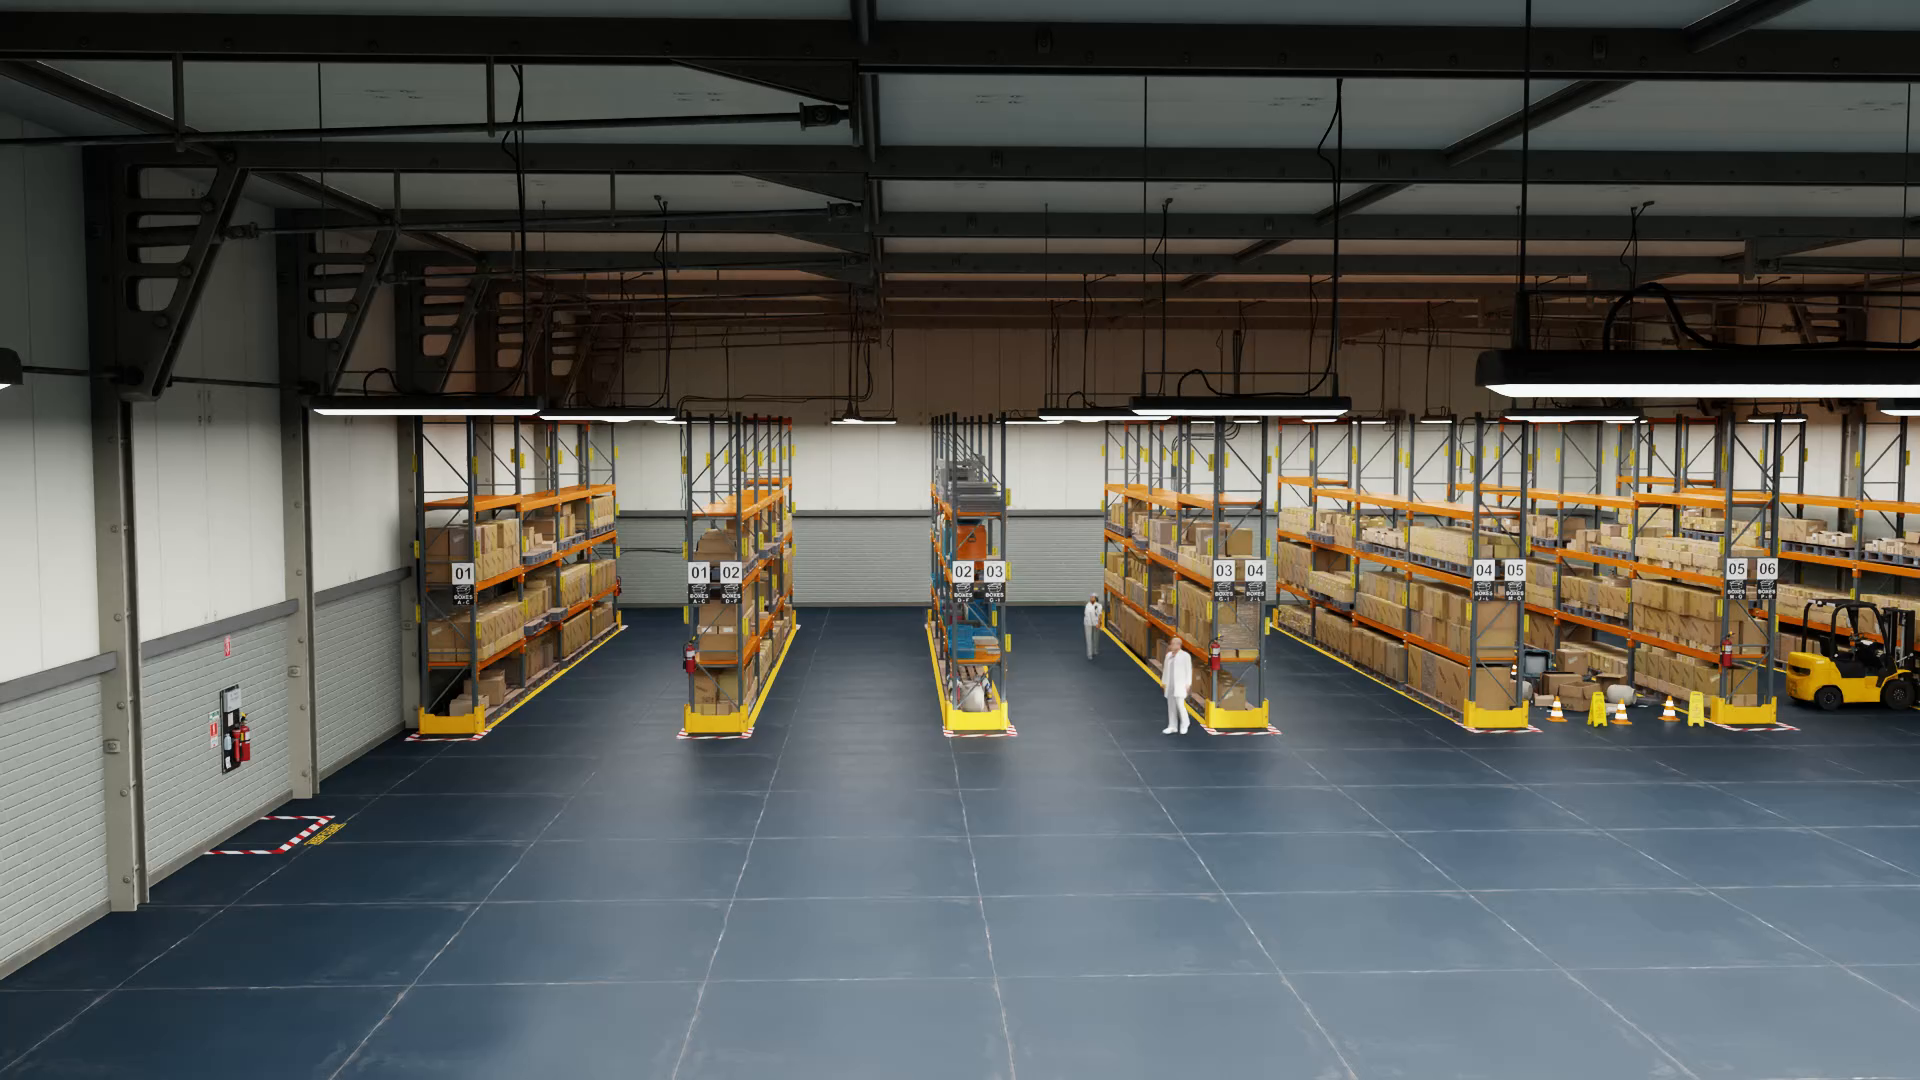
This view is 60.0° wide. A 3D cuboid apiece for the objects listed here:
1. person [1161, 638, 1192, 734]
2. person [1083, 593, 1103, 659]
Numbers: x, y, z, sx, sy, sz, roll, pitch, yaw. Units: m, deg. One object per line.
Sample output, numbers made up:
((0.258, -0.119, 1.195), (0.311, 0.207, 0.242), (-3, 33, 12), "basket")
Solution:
((4.030, 2.713, 31.030), (0.634, 1.782, 0.497), (4, 5, 44), "person")
((3.280, 2.108, 41.044), (0.463, 1.608, 0.988), (0, 4, -3), "person")
